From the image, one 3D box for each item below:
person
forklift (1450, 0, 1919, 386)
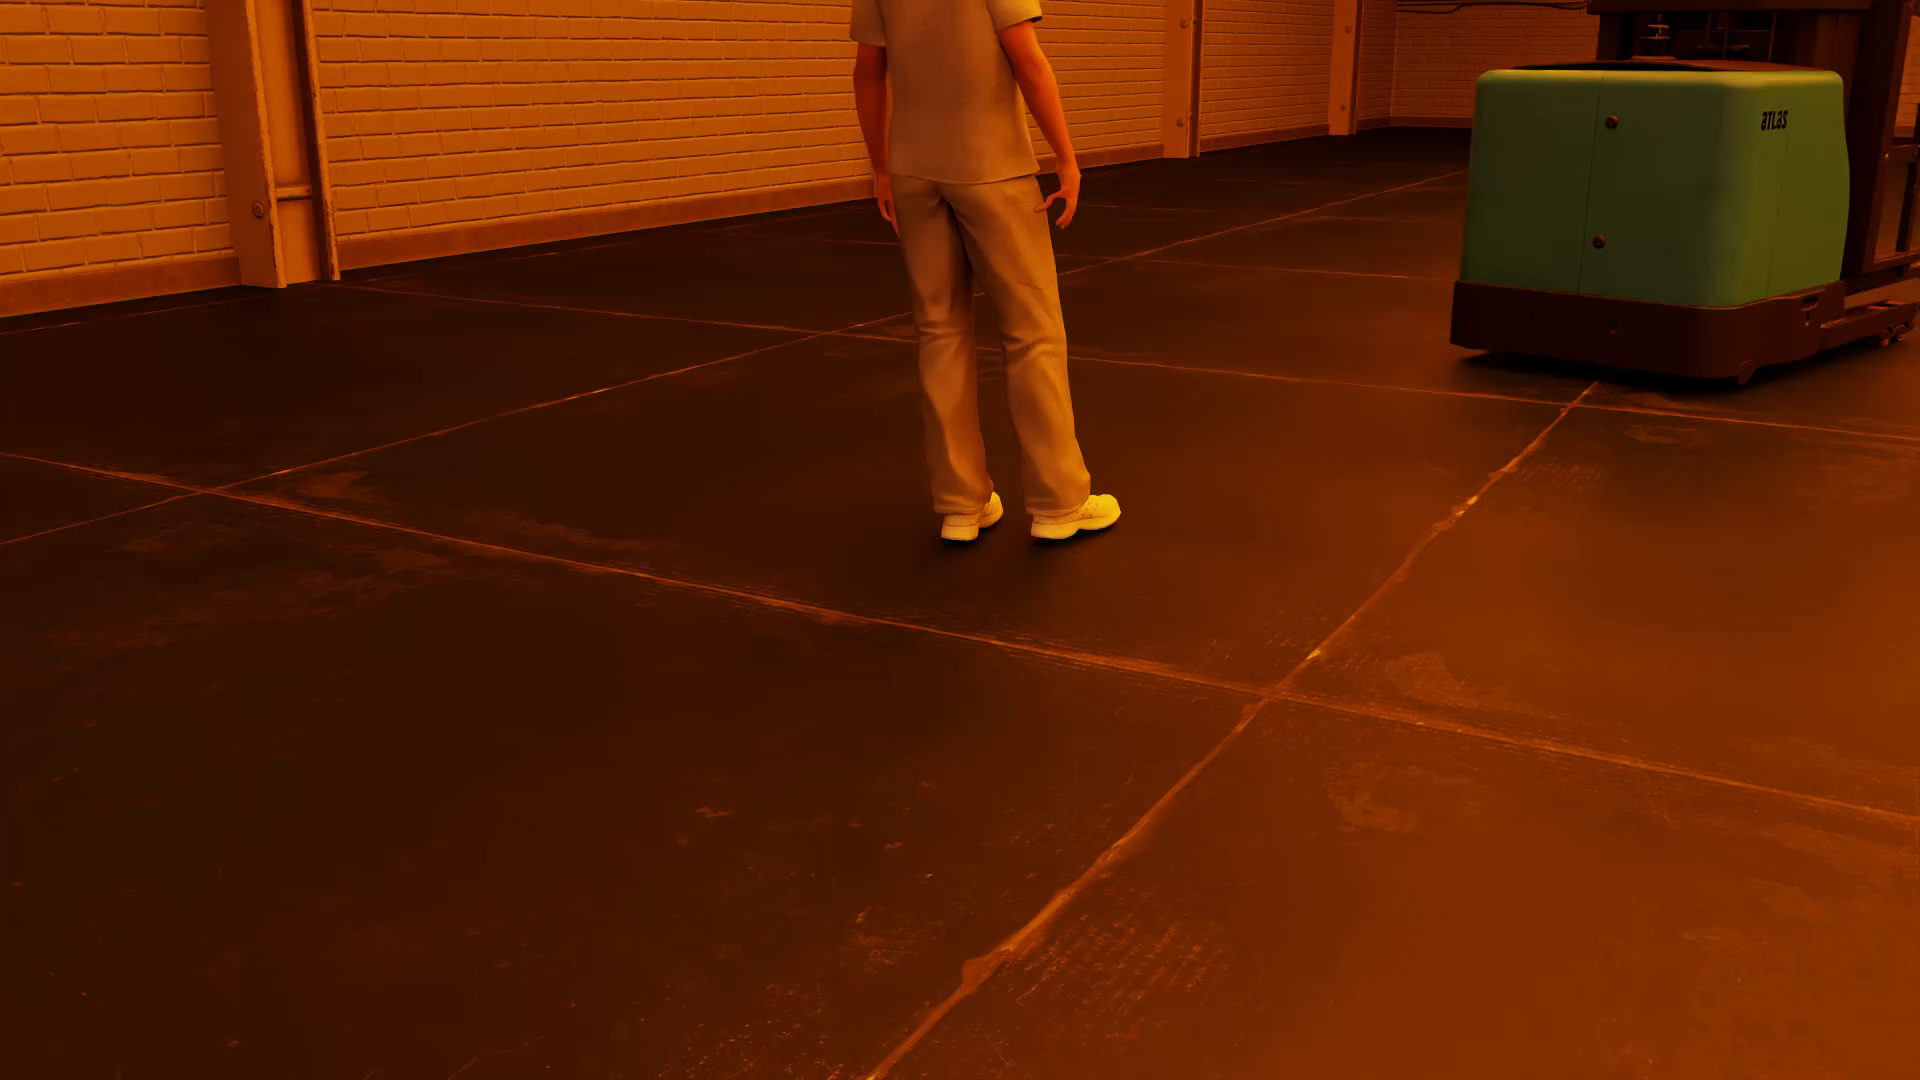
[{"bbox_3d":[0.049,-0.827,3.857,0.549,1.673,0.548,9,19,28],"label":"person"},{"bbox_3d":[3.277,-2.275,6.577,3.031,2.935,1.130,-15,22,-42],"label":"forklift"}]
